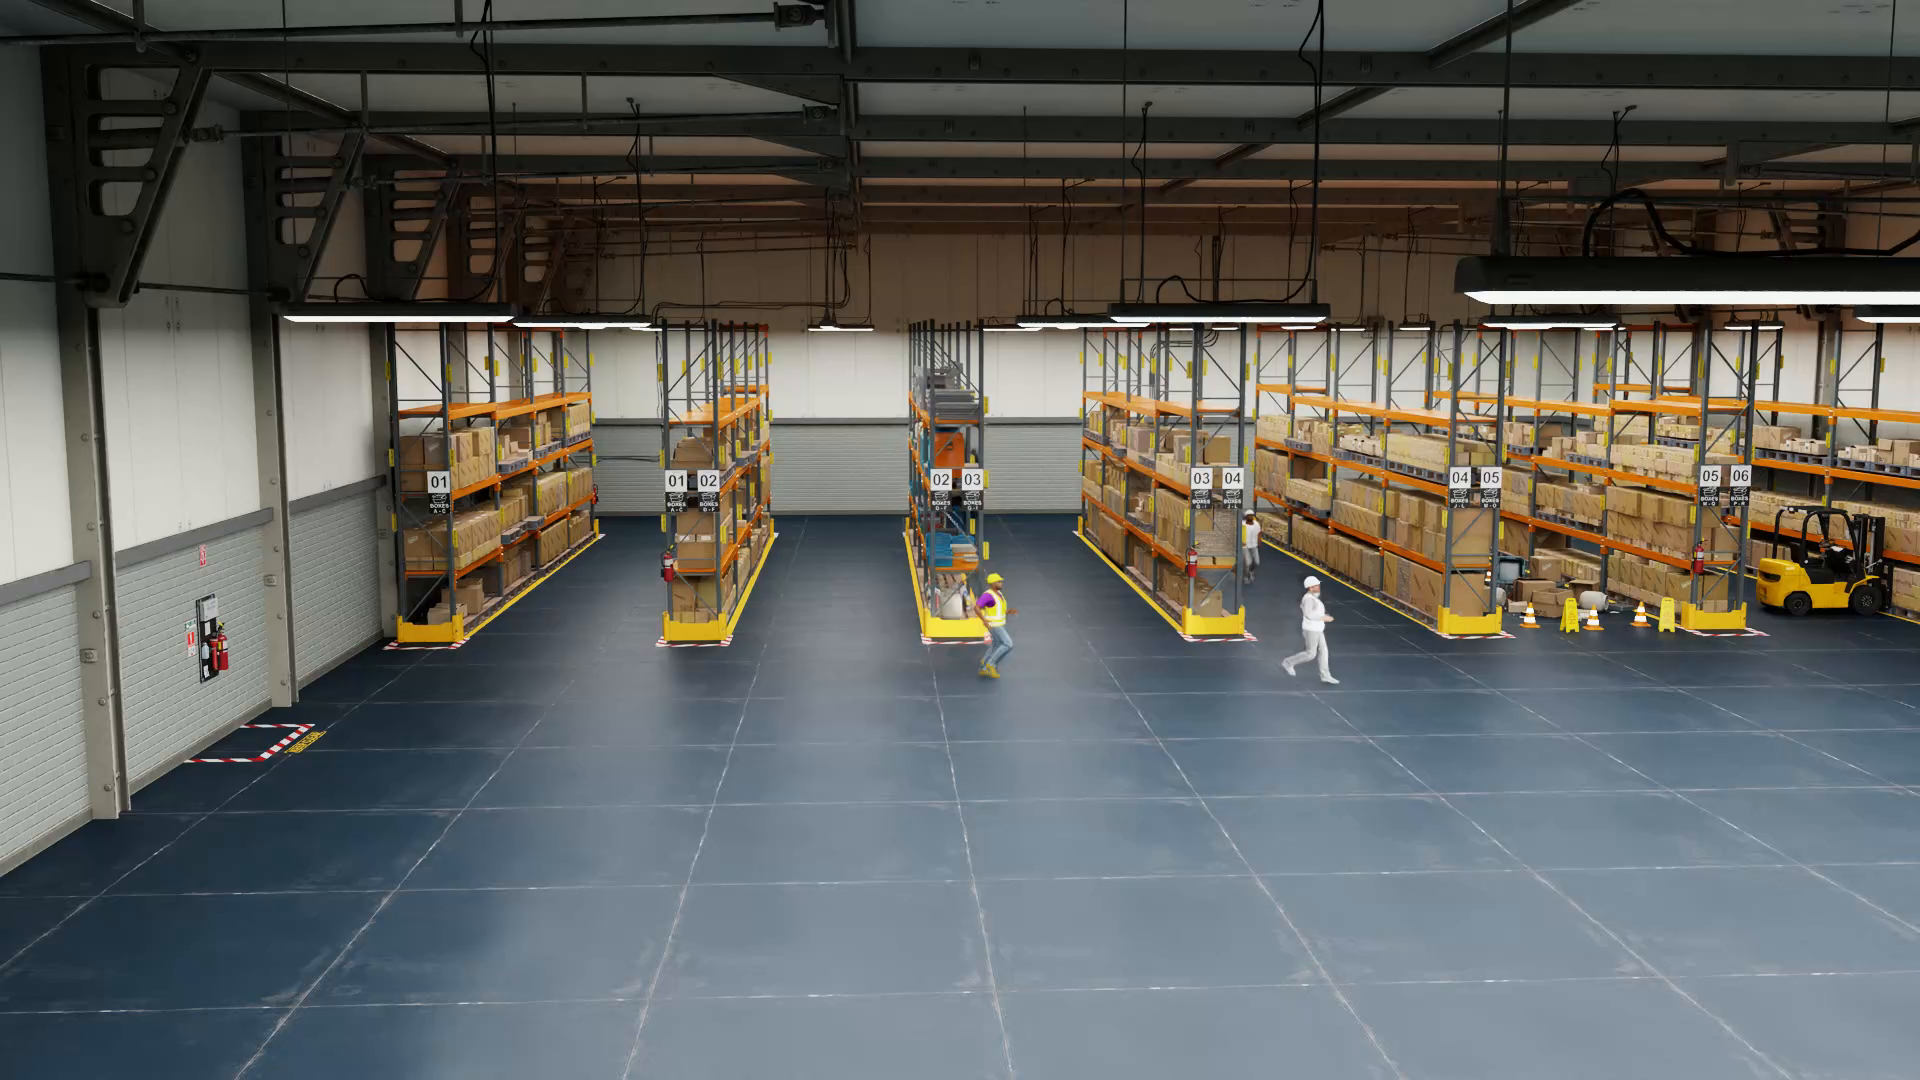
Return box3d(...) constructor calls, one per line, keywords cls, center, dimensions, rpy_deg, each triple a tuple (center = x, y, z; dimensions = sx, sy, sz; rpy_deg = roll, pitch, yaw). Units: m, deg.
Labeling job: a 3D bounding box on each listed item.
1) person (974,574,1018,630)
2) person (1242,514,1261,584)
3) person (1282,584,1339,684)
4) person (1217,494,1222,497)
box3d(cls="person", center=(0.631, 1.012, 27.660), dimensions=(0.662, 0.899, 0.676), rpy_deg=(2, 7, 16))
box3d(cls="person", center=(6.624, 0.174, 38.123), dimensions=(0.712, 1.687, 0.573), rpy_deg=(-1, 7, -11))
box3d(cls="person", center=(5.778, 1.499, 27.318), dimensions=(0.936, 1.717, 0.661), rpy_deg=(3, 8, 21))
box3d(cls="person", center=(7.559, -1.034, 48.387), dimensions=(0.680, 1.699, 0.690), rpy_deg=(-3, 8, -26))
